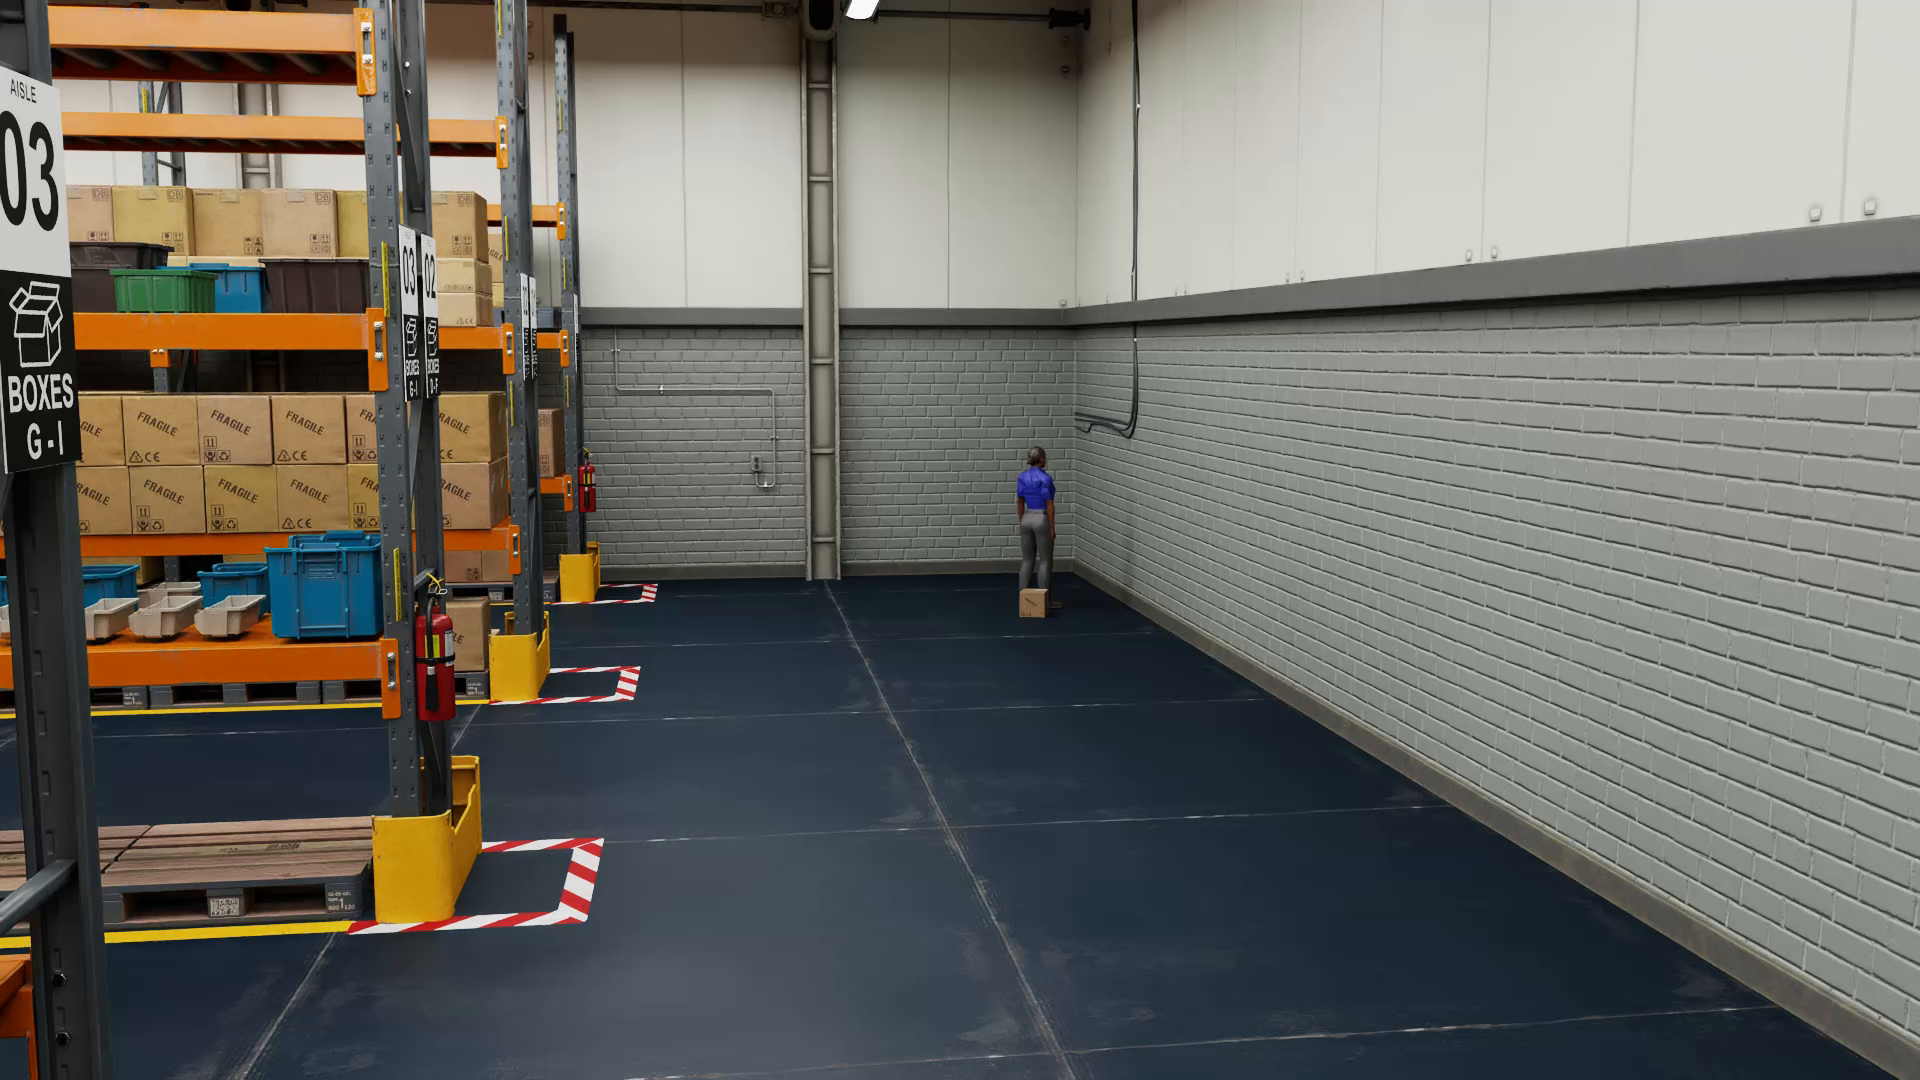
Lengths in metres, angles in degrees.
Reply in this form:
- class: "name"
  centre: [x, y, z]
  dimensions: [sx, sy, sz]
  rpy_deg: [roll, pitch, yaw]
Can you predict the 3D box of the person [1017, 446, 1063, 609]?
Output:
- class: "person"
  centre: [0.805, -0.132, 16.992]
  dimensions: [0.444, 1.662, 0.331]
  rpy_deg: [5, 8, 39]
